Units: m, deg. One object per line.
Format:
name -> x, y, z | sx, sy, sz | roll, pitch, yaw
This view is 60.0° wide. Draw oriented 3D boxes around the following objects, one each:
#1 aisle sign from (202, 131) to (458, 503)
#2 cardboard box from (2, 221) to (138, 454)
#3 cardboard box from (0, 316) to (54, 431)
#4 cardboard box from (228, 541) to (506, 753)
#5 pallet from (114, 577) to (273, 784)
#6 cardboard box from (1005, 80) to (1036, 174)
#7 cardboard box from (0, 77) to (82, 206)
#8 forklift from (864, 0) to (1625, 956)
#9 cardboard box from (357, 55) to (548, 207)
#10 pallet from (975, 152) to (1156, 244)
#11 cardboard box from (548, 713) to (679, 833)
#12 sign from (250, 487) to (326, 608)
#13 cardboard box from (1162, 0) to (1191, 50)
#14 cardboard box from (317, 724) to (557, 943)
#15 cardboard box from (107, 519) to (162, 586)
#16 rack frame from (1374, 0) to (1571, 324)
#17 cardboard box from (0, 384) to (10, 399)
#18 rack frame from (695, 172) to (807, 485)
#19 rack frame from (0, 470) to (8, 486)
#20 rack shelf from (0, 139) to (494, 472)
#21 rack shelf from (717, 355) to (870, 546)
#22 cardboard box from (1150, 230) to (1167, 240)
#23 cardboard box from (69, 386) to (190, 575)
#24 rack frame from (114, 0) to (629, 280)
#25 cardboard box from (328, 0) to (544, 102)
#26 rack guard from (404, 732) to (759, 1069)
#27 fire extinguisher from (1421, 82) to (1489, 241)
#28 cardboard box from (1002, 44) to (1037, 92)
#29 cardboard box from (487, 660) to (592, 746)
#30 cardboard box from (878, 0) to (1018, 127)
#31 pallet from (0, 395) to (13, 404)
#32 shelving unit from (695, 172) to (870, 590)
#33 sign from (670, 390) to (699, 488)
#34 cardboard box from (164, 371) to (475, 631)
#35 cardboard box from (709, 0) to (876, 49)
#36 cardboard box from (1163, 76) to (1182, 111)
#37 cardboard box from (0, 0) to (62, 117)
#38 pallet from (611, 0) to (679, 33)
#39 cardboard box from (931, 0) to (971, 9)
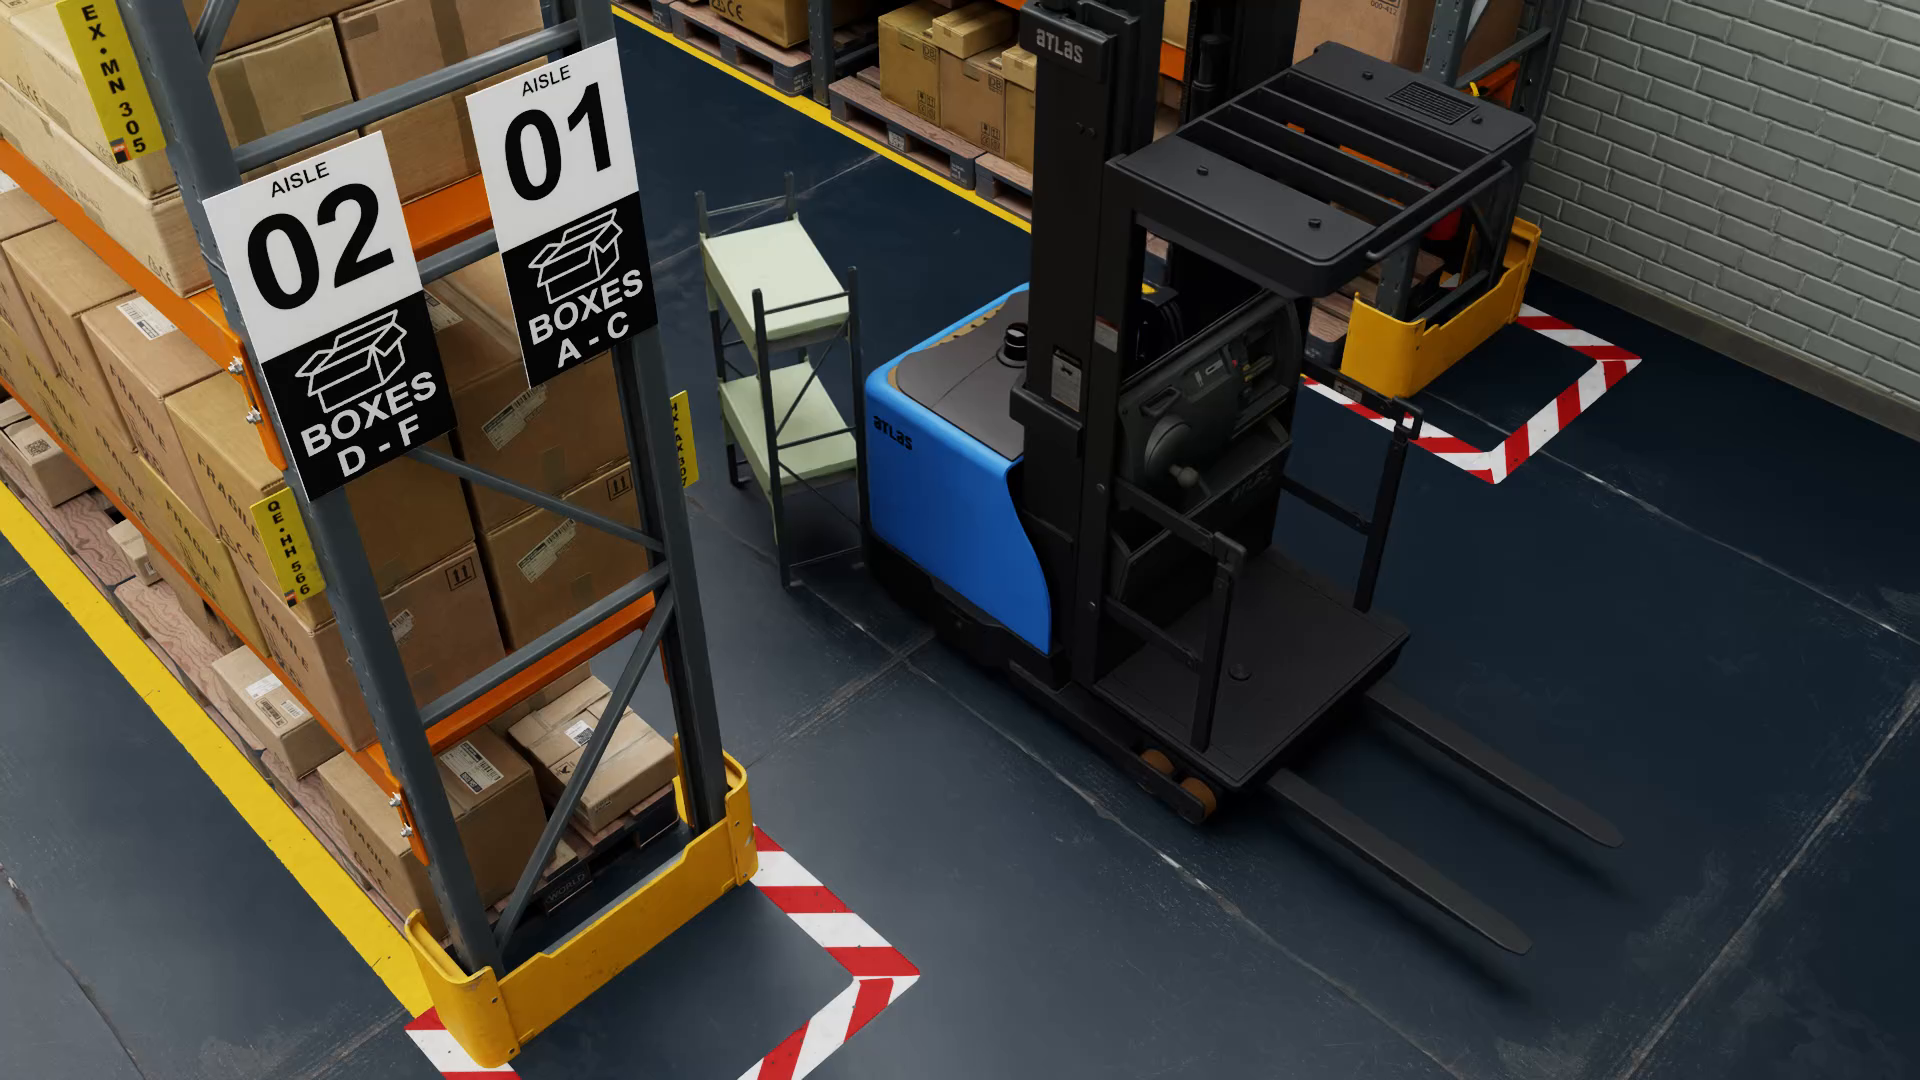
aisle sign -> -1.347, -0.470, 3.632 | 0.394, 0.787, 0.004 | -34, 53, -31
cardboard box -> -2.414, -0.670, 4.954 | 0.500, 0.500, 0.500 | -33, 52, -30
cardboard box -> -3.121, -0.792, 5.823 | 0.500, 0.500, 0.500 | 34, 52, 31
cardboard box -> -1.687, 0.184, 4.767 | 0.500, 0.500, 0.500 | -32, 52, -30
pallet -> -2.653, 0.325, 6.743 | 1.003, 0.211, 1.213 | -34, 53, -31
cardboard box -> 0.670, -2.329, 9.093 | 0.700, 0.500, 0.500 | -33, 52, -30
cardboard box -> -2.073, -1.107, 4.138 | 0.500, 0.250, 0.500 | -34, 53, -31
forklift -> 1.014, -0.438, 5.564 | 1.130, 2.935, 3.031 | -34, 53, -31
cardboard box -> -1.361, -1.110, 4.141 | 0.500, 0.250, 0.500 | -34, 53, -31
pallet -> 0.849, -1.979, 9.236 | 1.003, 0.211, 1.213 | -34, 53, -31
cardboard box -> -1.231, 0.825, 5.923 | 0.380, 0.149, 0.250 | -34, 53, -31
sign -> -1.586, 0.021, 3.931 | 0.100, 0.325, 0.005 | -34, 53, -31
cardboard box -> 1.437, -2.765, 7.811 | 0.700, 0.700, 0.980 | 34, 52, 31
cardboard box -> -1.737, 0.919, 5.563 | 0.500, 0.500, 0.500 | -34, 53, -31
cardboard box -> -3.242, -0.021, 6.826 | 0.380, 0.166, 0.250 | -34, 53, -31
rack frame -> 2.326, -2.070, 7.280 | 1.000, 3.000, 0.127 | -34, 53, -31
cardboard box -> -4.555, -0.960, 7.596 | 0.500, 0.500, 0.500 | 34, 52, 31
rack frame -> -0.852, -0.858, 7.074 | 0.400, 1.500, 0.023 | -16, 45, -17
rack frame -> -4.003, -1.616, 6.789 | 1.000, 3.000, 0.127 | -34, 53, -31
rack shelf -> -2.591, -1.493, 4.975 | 1.077, 0.370, 4.000 | -34, 53, -31
rack shelf -> -0.710, -0.390, 7.047 | 0.431, 0.370, 0.720 | -16, 45, -17
cardboard box -> 1.408, -1.835, 8.558 | 0.500, 0.500, 0.700 | 34, 53, 31
cardboard box -> -2.405, -0.306, 5.297 | 0.500, 0.500, 0.500 | -34, 52, -31
rack frame -> -1.178, -1.898, 2.673 | 1.000, 3.000, 0.127 | -34, 53, -31
cardboard box -> -1.357, -1.296, 3.974 | 0.500, 0.250, 0.500 | -34, 53, -31
rack guard -> -1.232, 1.187, 5.597 | 1.175, 0.500, 0.348 | -34, 53, -31
fire extinguisher -> 2.106, -1.611, 7.115 | 0.296, 0.674, 0.183 | -34, 53, -31
cardboard box -> 0.438, -2.556, 8.860 | 0.250, 0.149, 0.380 | 33, 52, 30
cardboard box -> -1.715, 0.516, 6.183 | 0.500, 0.250, 0.500 | -34, 53, -31
cardboard box -> -0.043, -2.820, 9.624 | 0.700, 0.500, 0.500 | -33, 52, -31
pallet -> -4.604, -0.965, 8.139 | 1.003, 0.211, 1.213 | -34, 53, -31
shelving unit -> -0.710, -0.629, 6.826 | 0.431, 1.500, 0.755 | -16, 45, -17
sign -> -0.794, -0.272, 4.697 | 0.100, 0.325, 0.005 | -34, 53, -31
cardboard box -> -1.688, -0.180, 4.425 | 0.500, 0.500, 0.500 | 34, 52, 31
cardboard box -> -1.050, -3.607, 10.218 | 0.750, 0.750, 0.750 | -33, 52, -31
cardboard box -> 1.276, -2.354, 8.642 | 0.380, 0.149, 0.250 | -33, 52, -31
cardboard box -> -2.075, -1.289, 3.967 | 0.500, 0.250, 0.500 | -34, 53, -31
pallet -> -1.963, -3.889, 11.303 | 1.003, 0.211, 1.213 | -34, 53, -31
cardboard box -> -0.005, -3.223, 9.582 | 0.250, 0.149, 0.380 | 34, 52, 31
